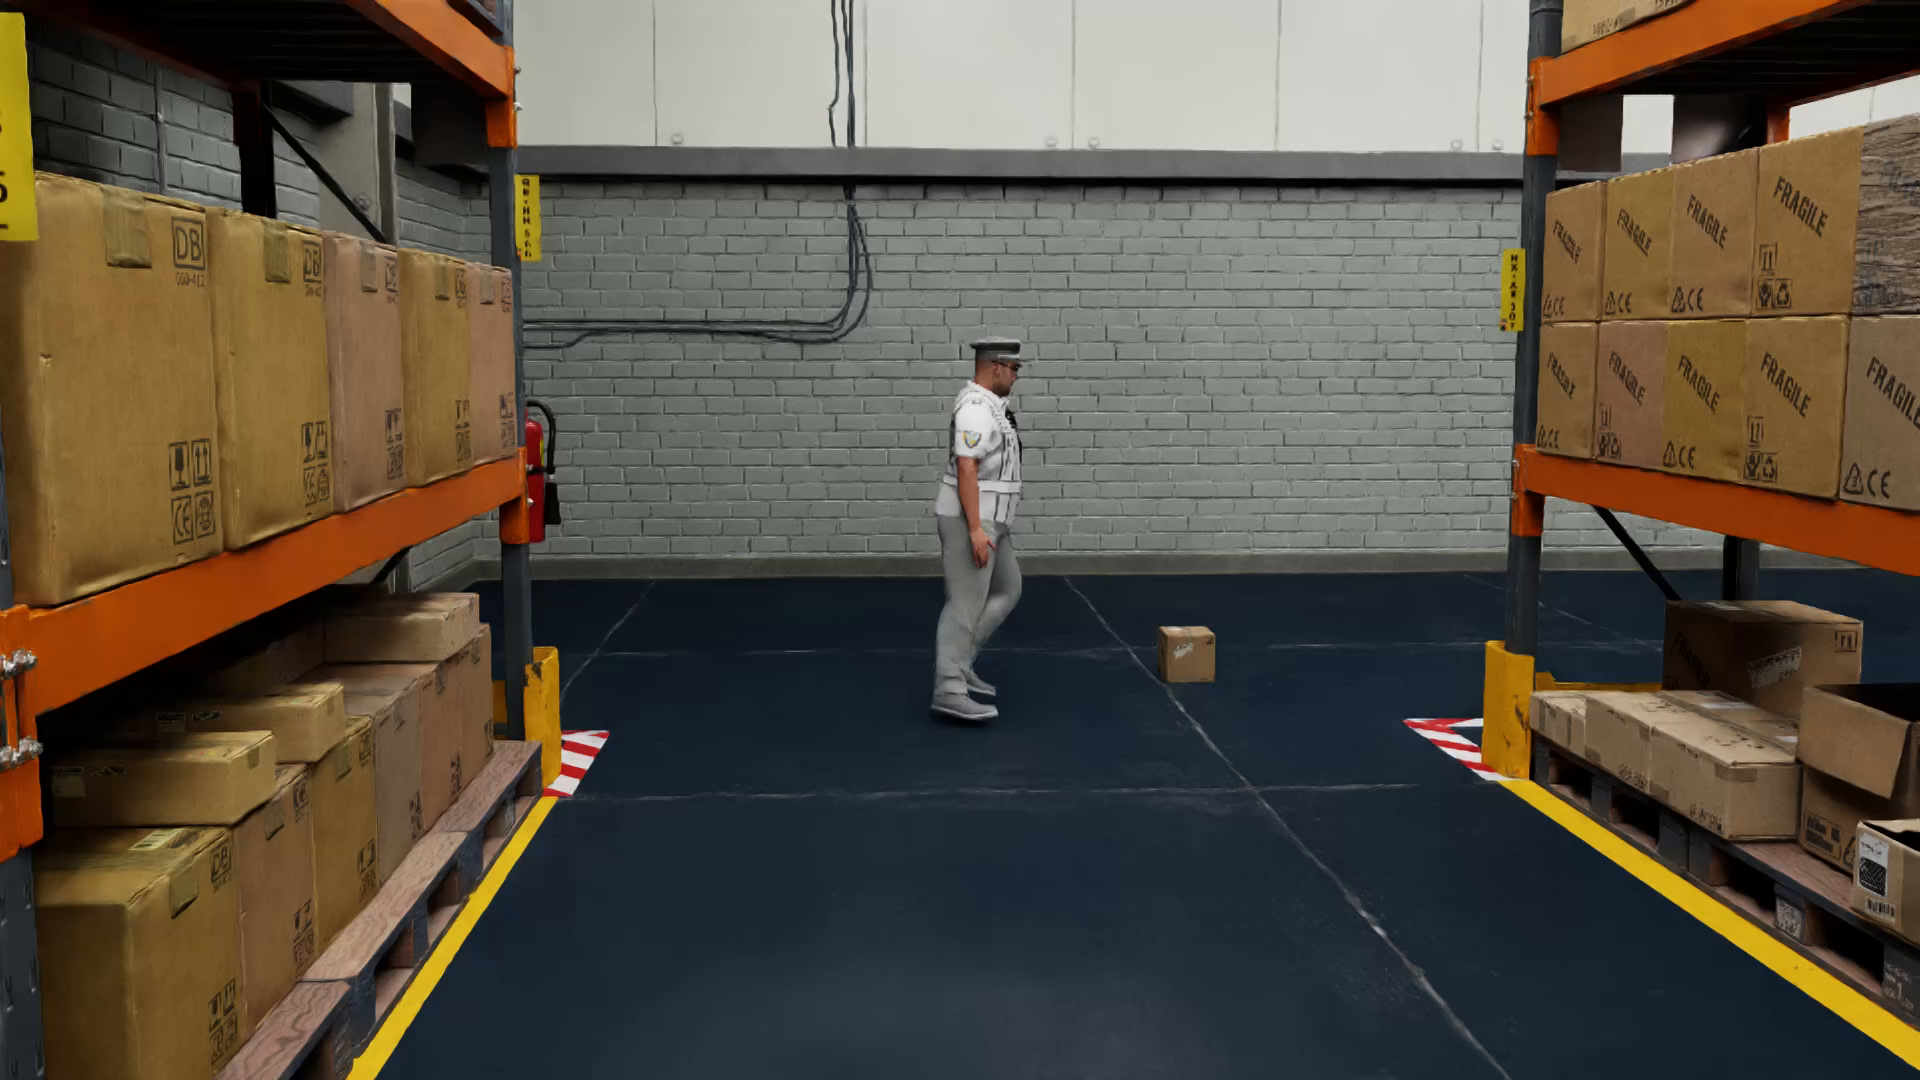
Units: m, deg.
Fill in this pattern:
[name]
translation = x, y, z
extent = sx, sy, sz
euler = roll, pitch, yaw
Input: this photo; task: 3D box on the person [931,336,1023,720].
[person]
translation = 0.079, -0.080, 7.757
extent = 0.423, 1.730, 0.725
euler = 0, 7, 3
